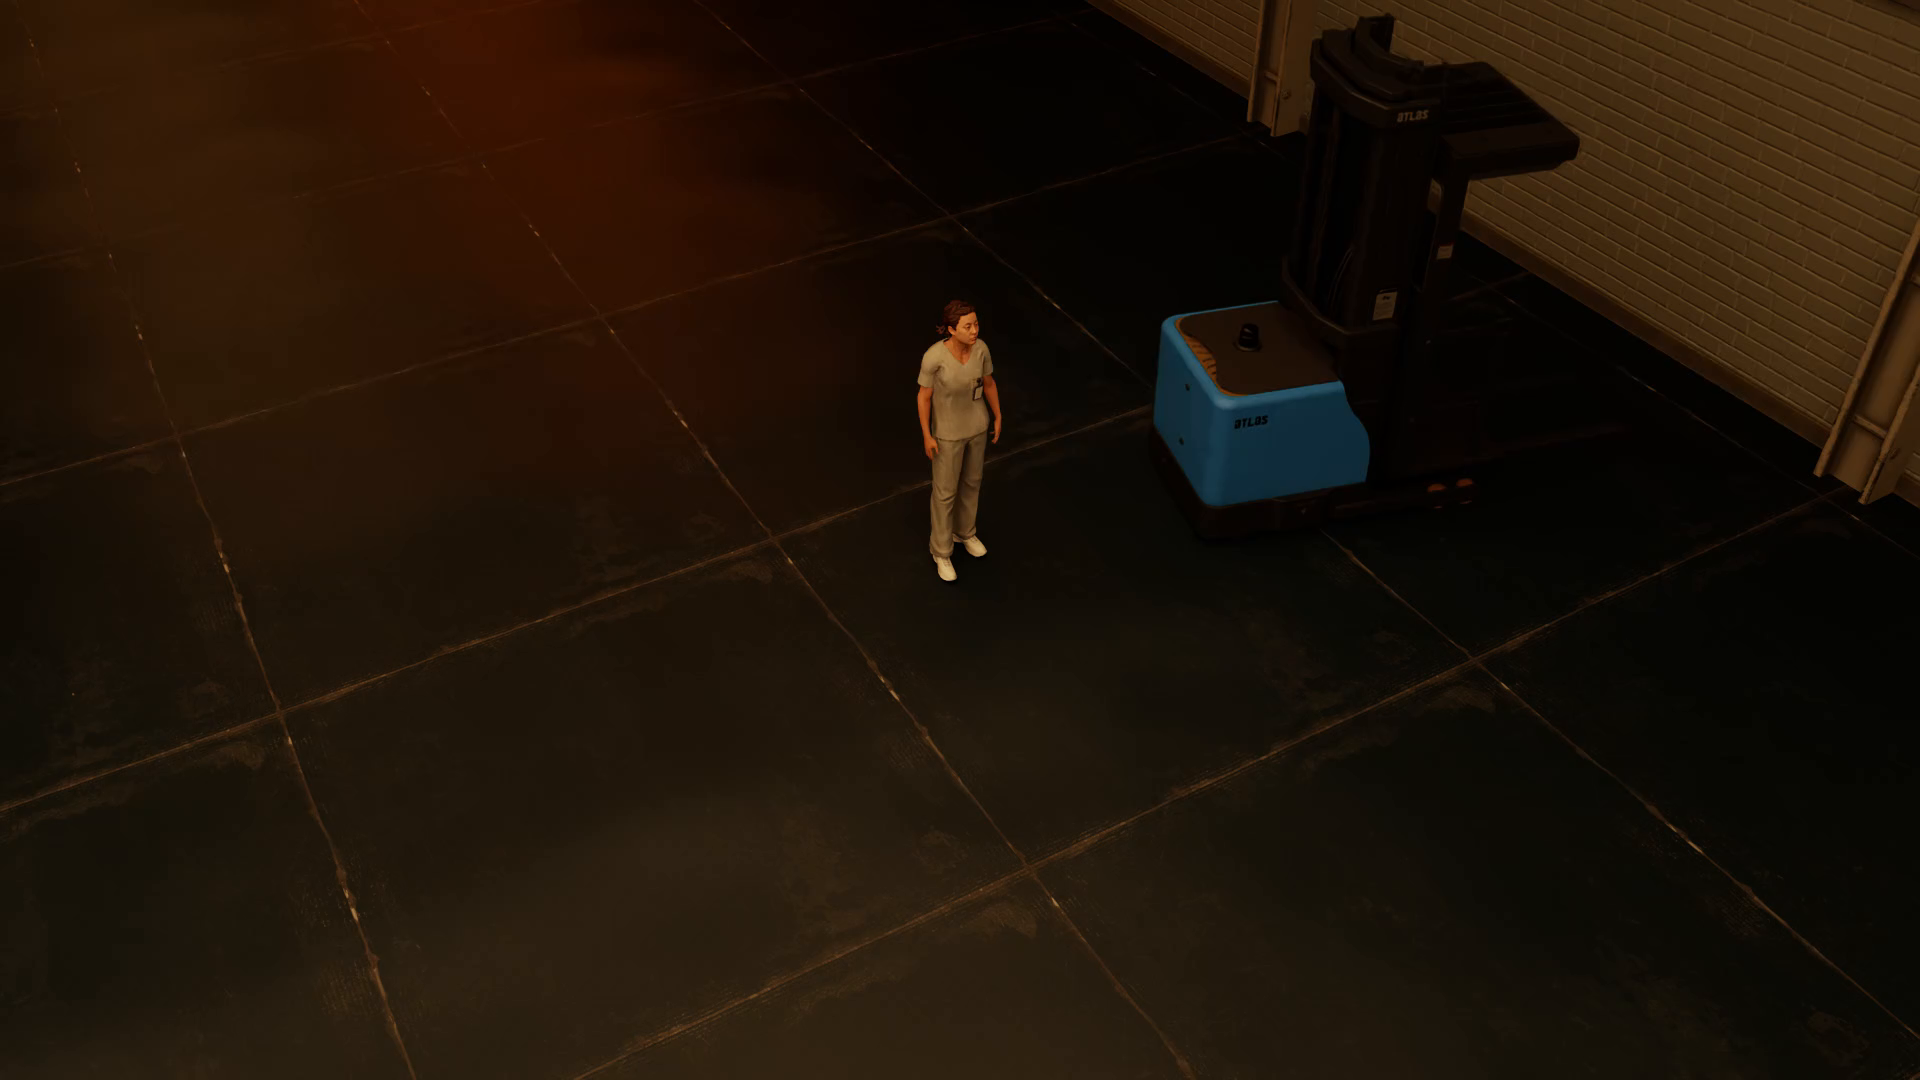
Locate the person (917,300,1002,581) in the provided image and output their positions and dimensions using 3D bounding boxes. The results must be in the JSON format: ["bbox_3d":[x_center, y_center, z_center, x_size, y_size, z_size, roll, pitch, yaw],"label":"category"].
[{"bbox_3d":[0.025,-0.605,9.738,0.550,1.673,0.548,-20,44,-23],"label":"person"}]

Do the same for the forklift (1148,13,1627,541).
[{"bbox_3d":[2.812,-1.640,10.013,3.031,2.935,1.130,-10,41,-12],"label":"forklift"}]
